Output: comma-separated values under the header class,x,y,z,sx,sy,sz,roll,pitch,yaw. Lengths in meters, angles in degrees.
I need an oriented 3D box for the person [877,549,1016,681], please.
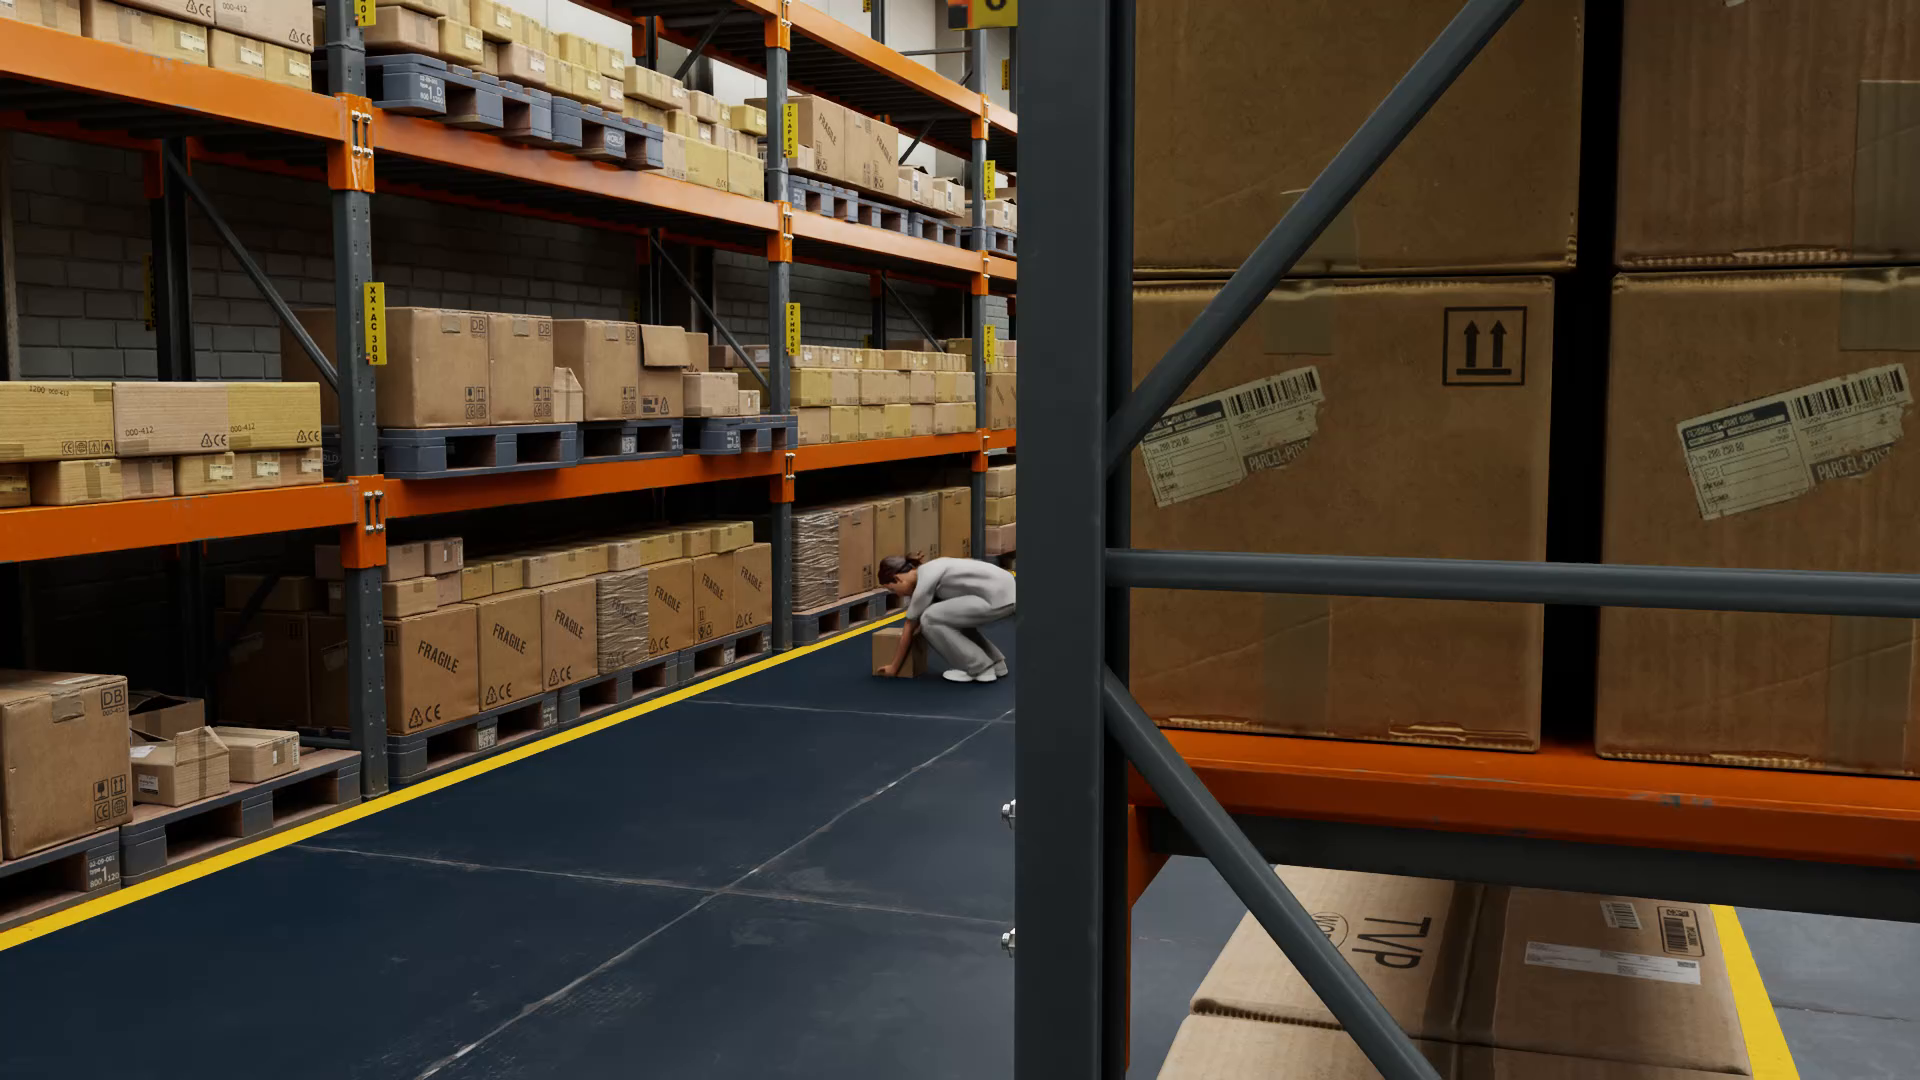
class,x,y,z,sx,sy,sz,roll,pitch,yaw
person,-0.060,0.457,9.647,0.858,0.722,0.461,2,6,17
